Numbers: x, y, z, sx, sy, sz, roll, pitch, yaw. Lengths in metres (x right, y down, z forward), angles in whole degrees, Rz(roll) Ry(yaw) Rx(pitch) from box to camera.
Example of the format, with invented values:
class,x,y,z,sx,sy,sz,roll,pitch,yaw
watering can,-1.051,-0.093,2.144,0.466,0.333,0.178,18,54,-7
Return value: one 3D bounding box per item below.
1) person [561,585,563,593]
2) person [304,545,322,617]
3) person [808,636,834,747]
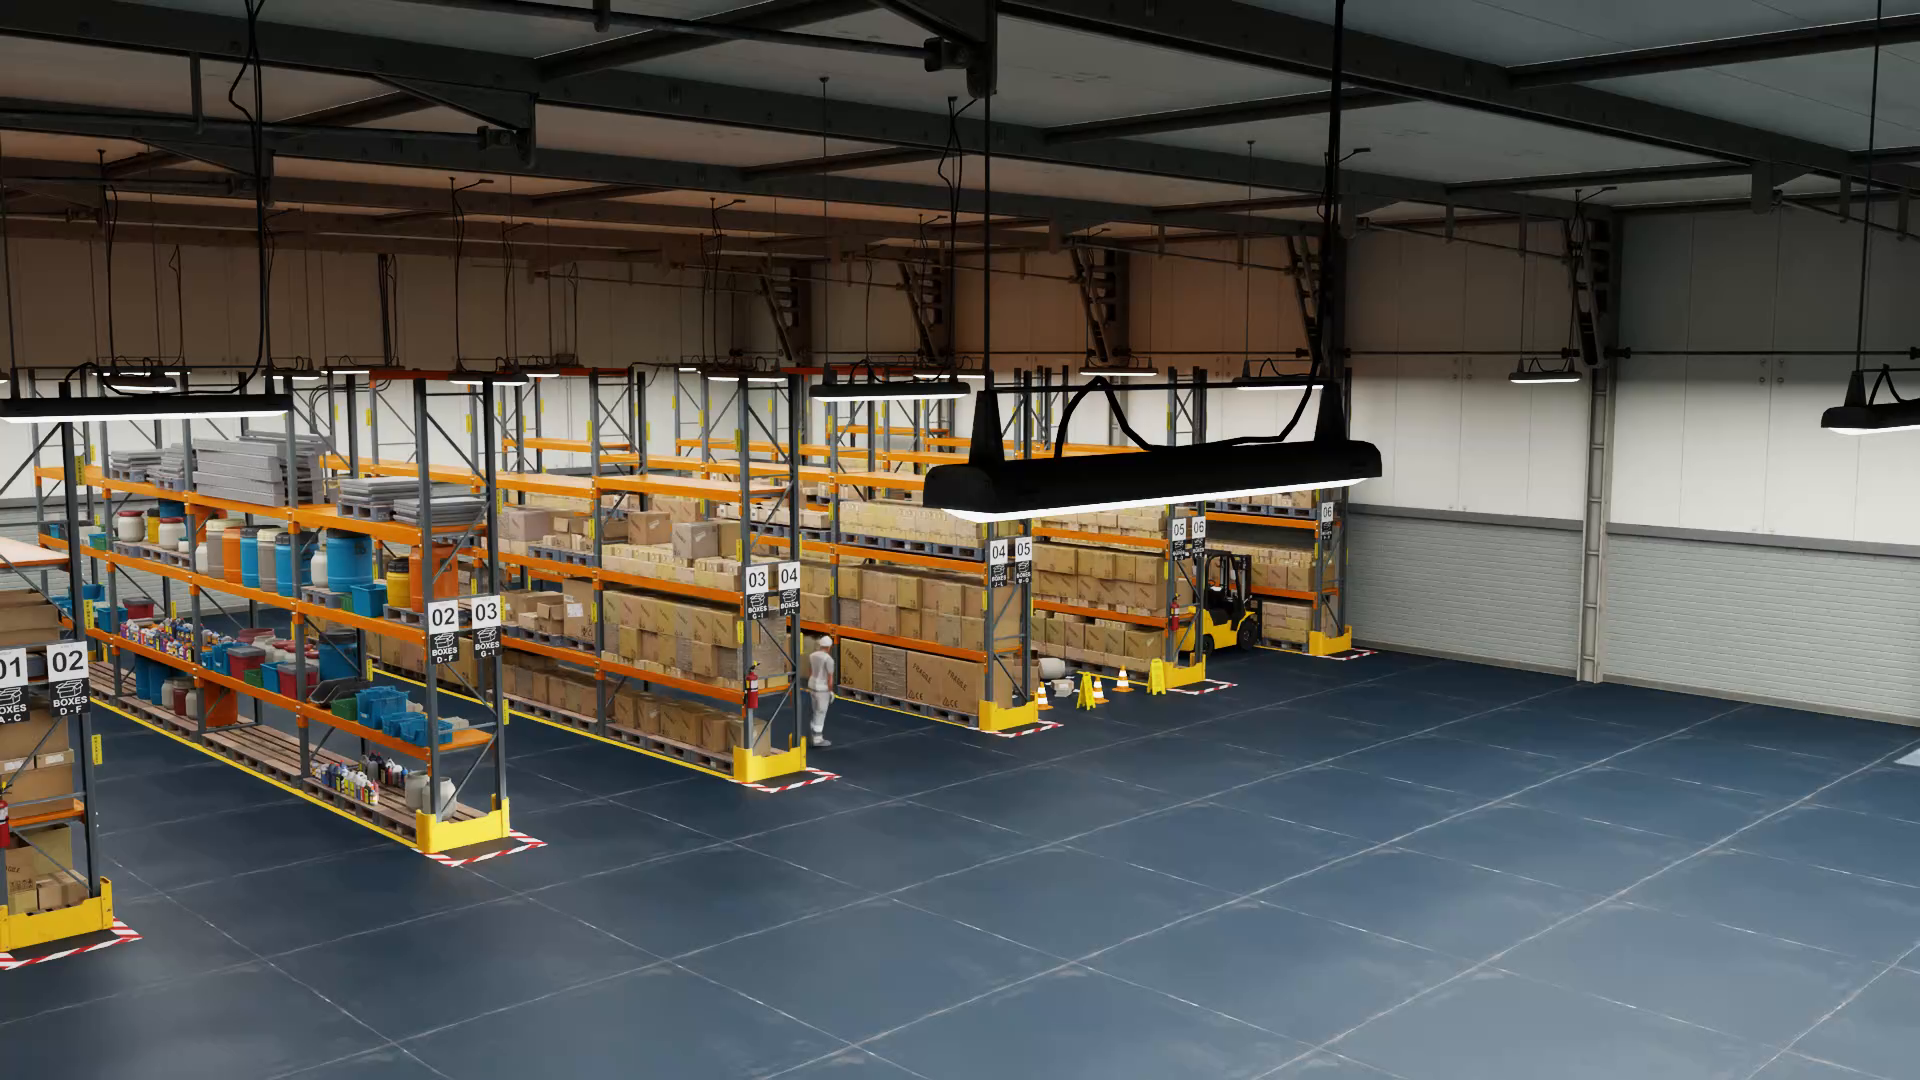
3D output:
class,x,y,z,sx,sy,sz,roll,pitch,yaw
person,-9.910,0.711,42.405,0.636,1.858,0.450,-5,8,-36
person,-15.186,0.963,39.743,1.069,1.732,0.640,-4,8,-35
person,-2.218,2.426,26.769,0.403,1.787,0.579,-5,8,-36
